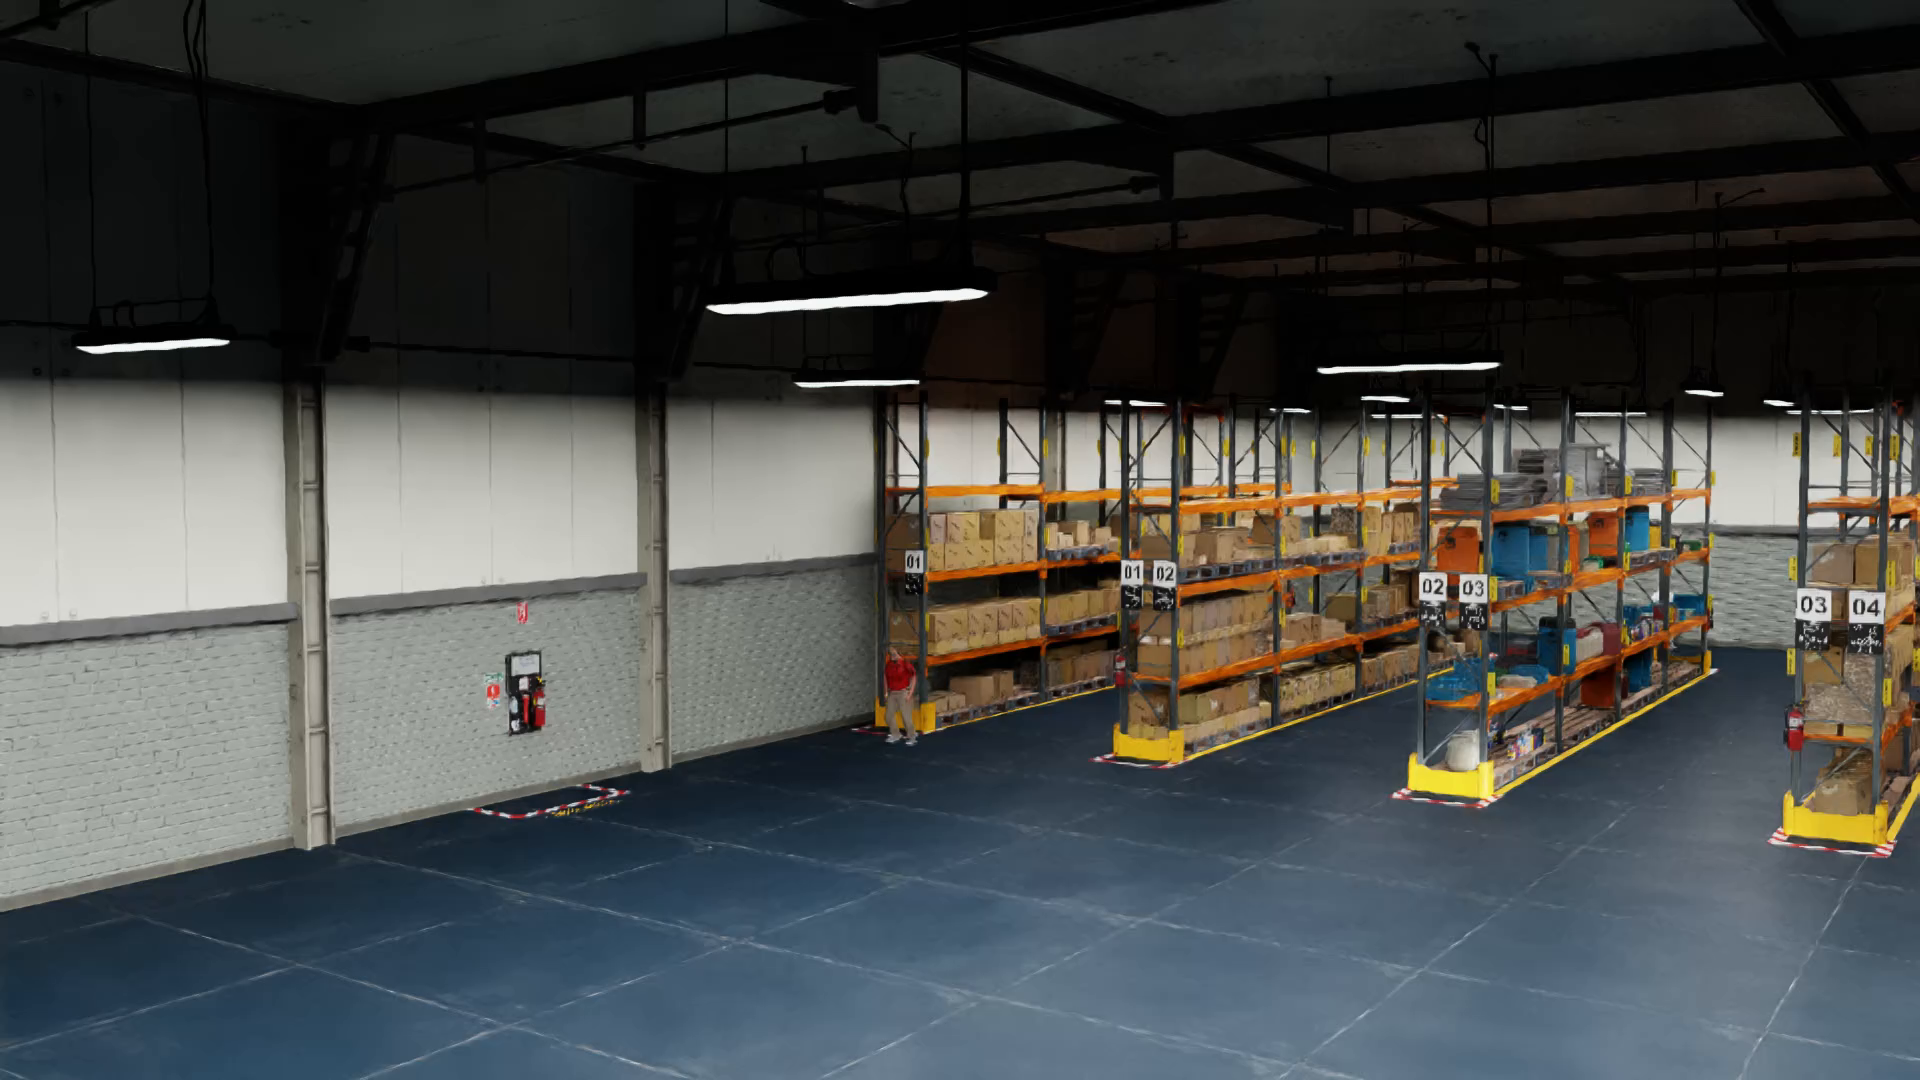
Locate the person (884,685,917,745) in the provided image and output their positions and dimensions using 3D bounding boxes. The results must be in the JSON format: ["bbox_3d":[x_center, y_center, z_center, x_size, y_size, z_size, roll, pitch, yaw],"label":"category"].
[{"bbox_3d":[-1.019,2.934,28.100,0.528,1.029,0.464,2,4,33],"label":"person"}]

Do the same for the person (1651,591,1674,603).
[{"bbox_3d":[17.461,1.572,41.286,0.582,0.673,0.384,1,3,12],"label":"person"}]
